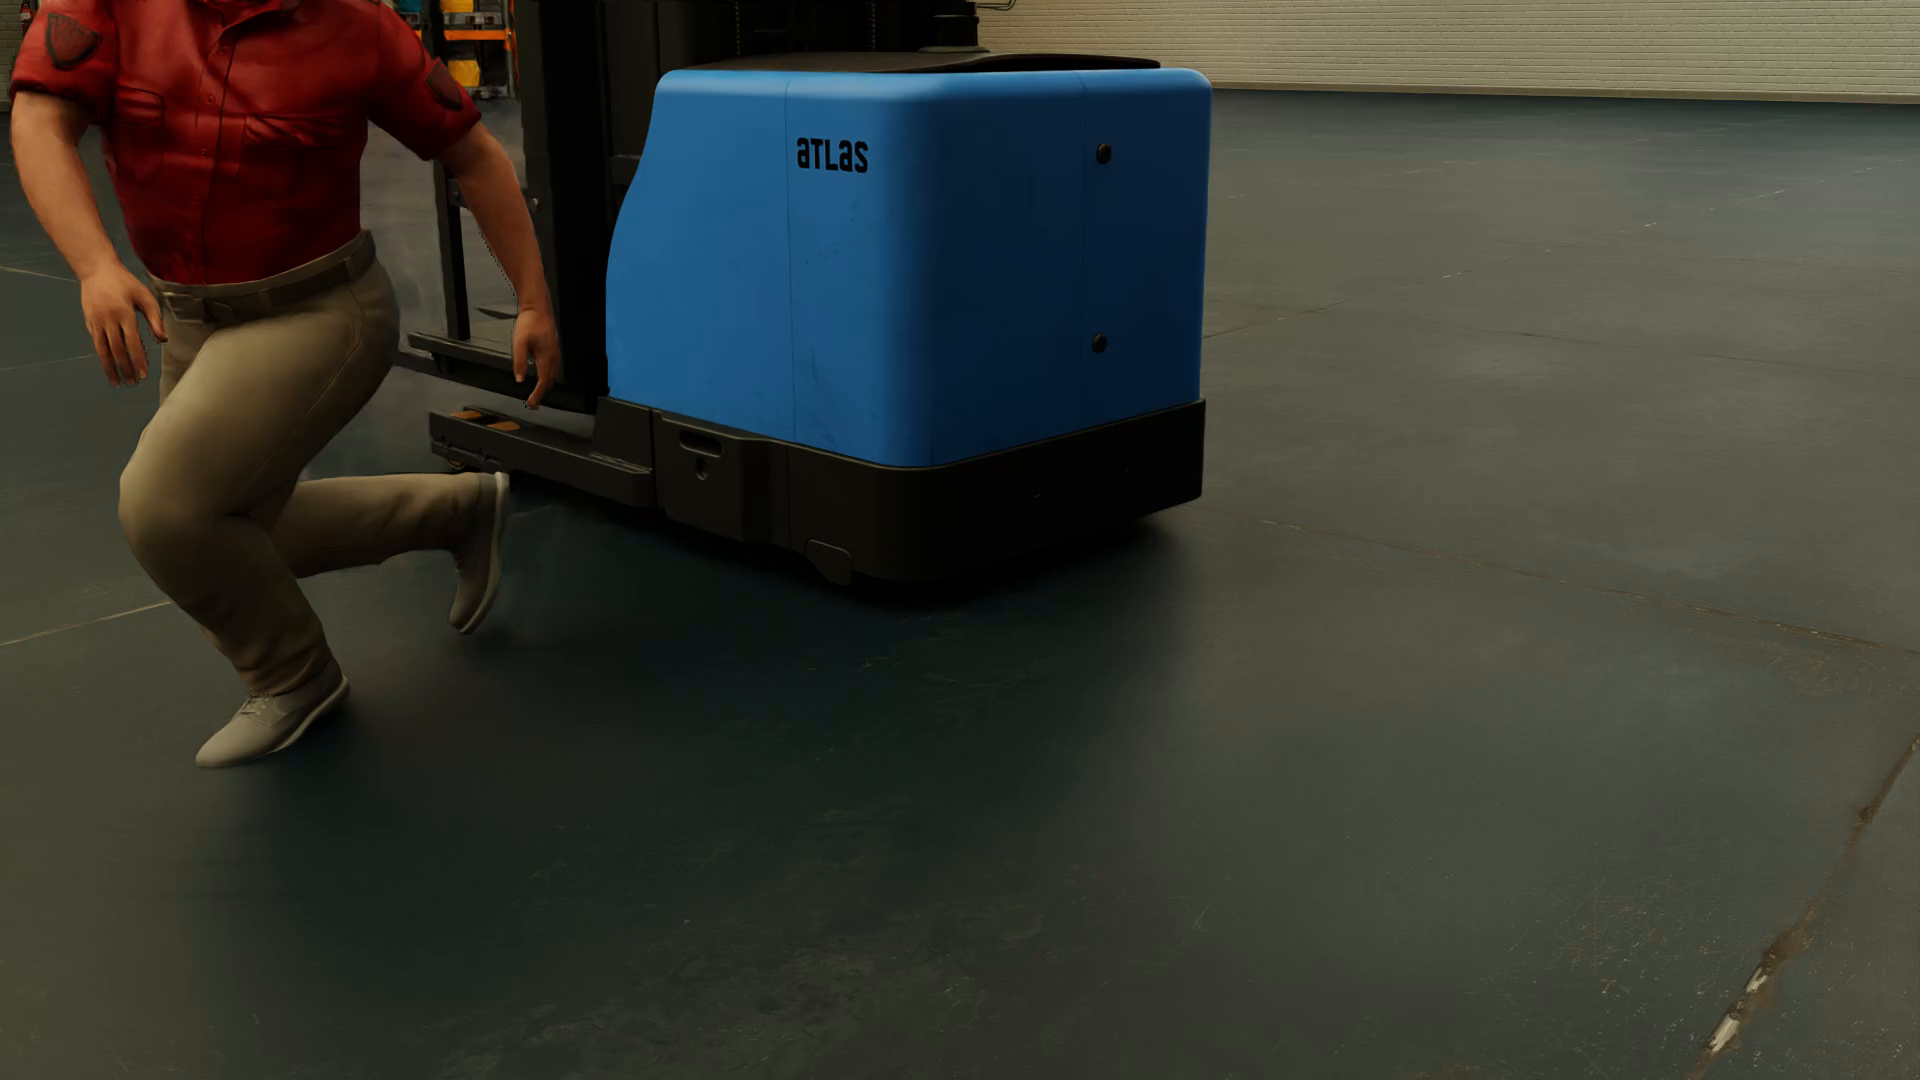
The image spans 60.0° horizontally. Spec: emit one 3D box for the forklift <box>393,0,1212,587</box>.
[{"bbox_3d":[-0.815,-1.649,4.328,3.031,2.935,1.130,16,23,42],"label":"forklift"}]

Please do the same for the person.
[{"bbox_3d":[-1.067,-0.398,2.767,0.636,1.509,0.896,7,18,22],"label":"person"}]
